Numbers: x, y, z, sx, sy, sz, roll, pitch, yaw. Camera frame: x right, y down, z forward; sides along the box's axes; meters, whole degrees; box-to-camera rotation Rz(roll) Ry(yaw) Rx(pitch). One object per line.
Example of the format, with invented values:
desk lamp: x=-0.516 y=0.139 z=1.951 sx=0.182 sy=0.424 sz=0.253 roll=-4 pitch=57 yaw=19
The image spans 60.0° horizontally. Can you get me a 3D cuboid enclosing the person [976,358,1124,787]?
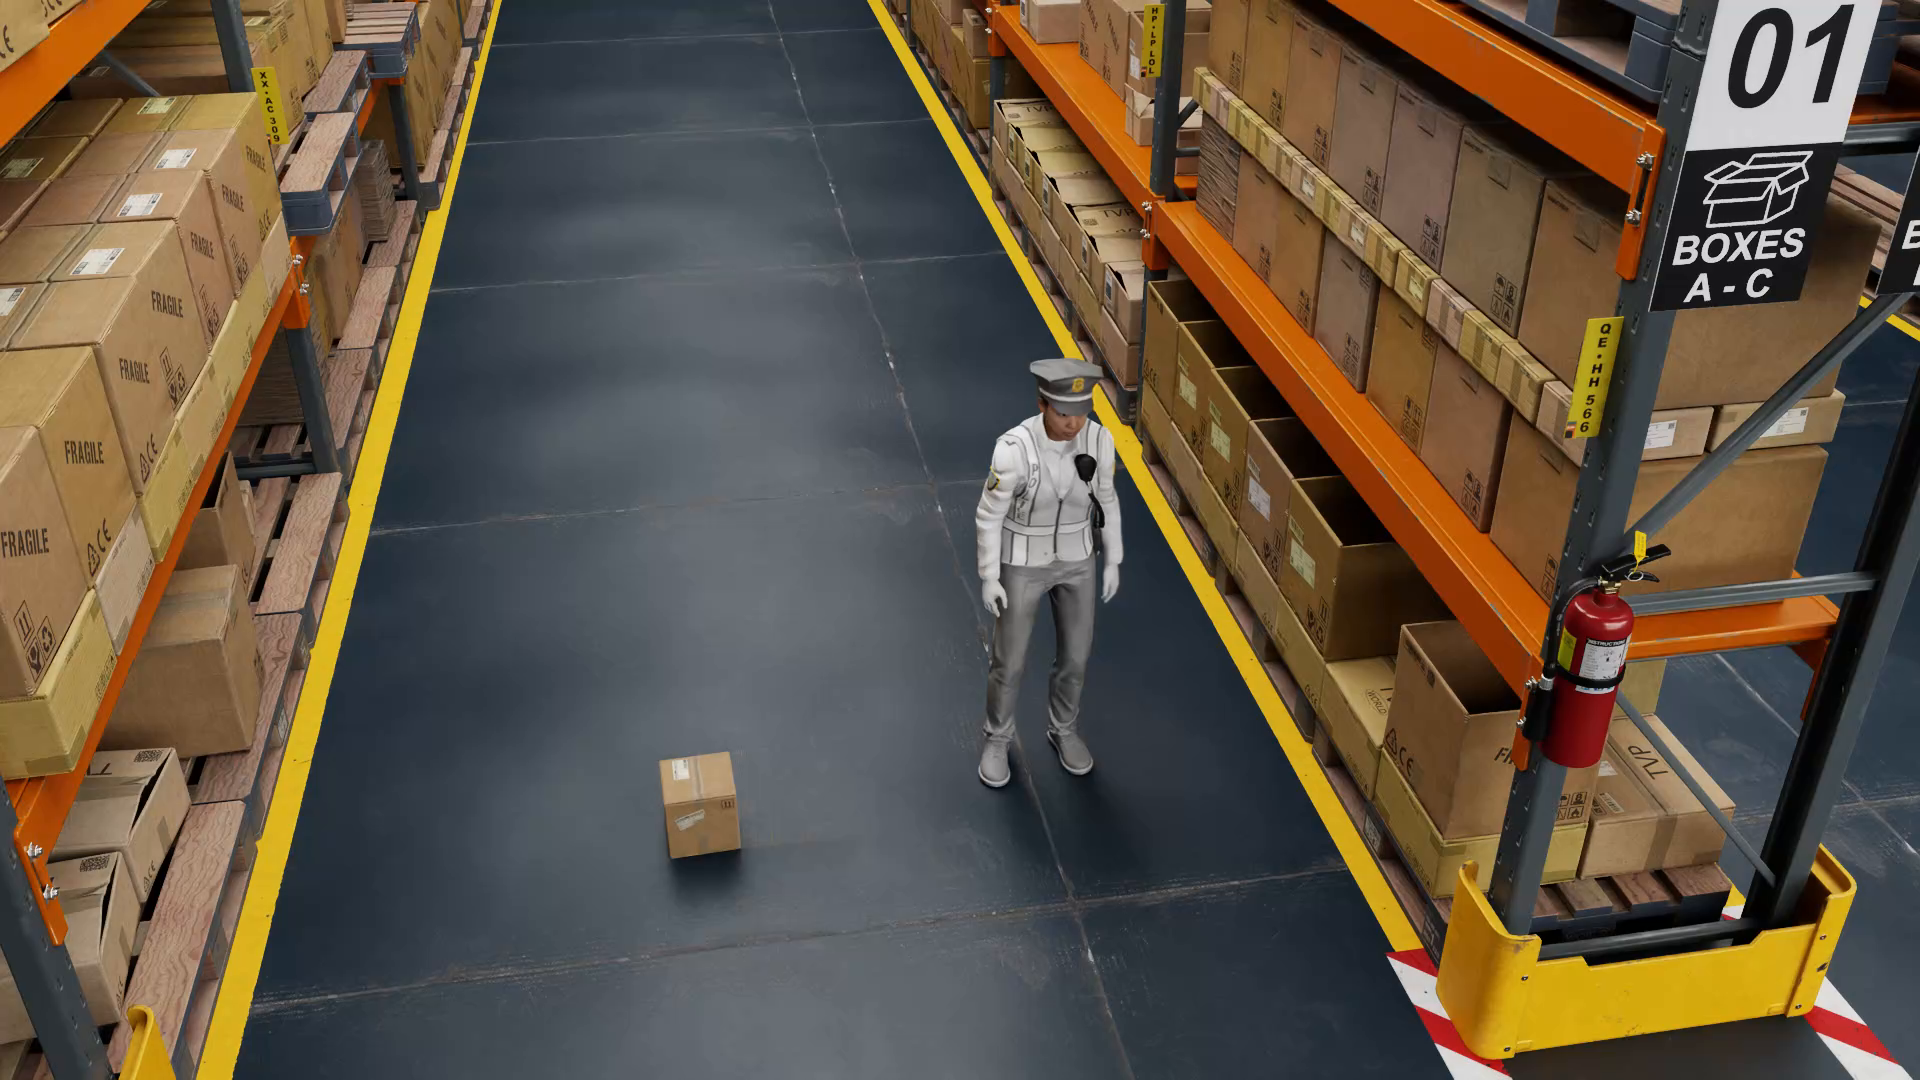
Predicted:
person: x=0.318 y=0.105 z=5.950 sx=0.548 sy=1.667 sz=0.369 roll=-7 pitch=32 yaw=-12
